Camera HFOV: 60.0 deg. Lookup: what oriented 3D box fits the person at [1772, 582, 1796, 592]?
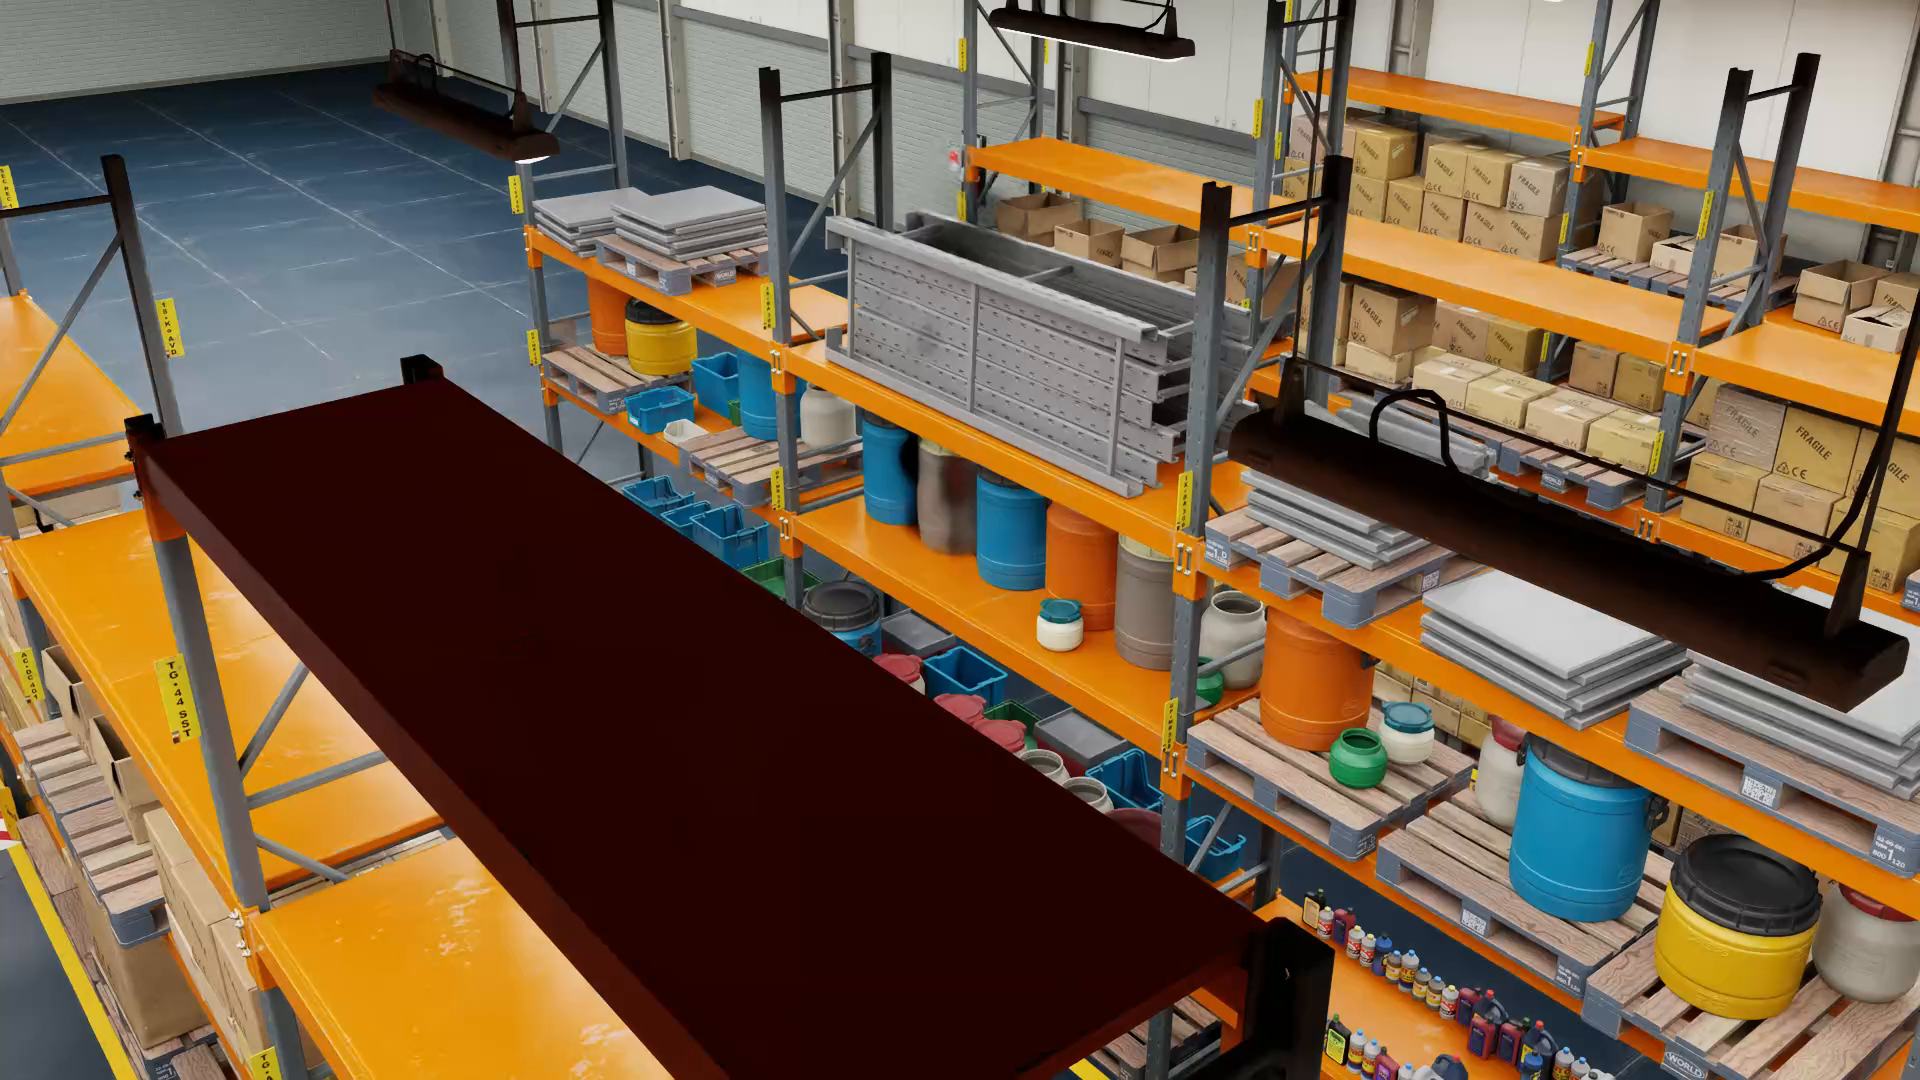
[{"bbox_3d":[6.974,1.170,14.002,0.602,1.678,0.728,-20,32,-35],"label":"person"}]
